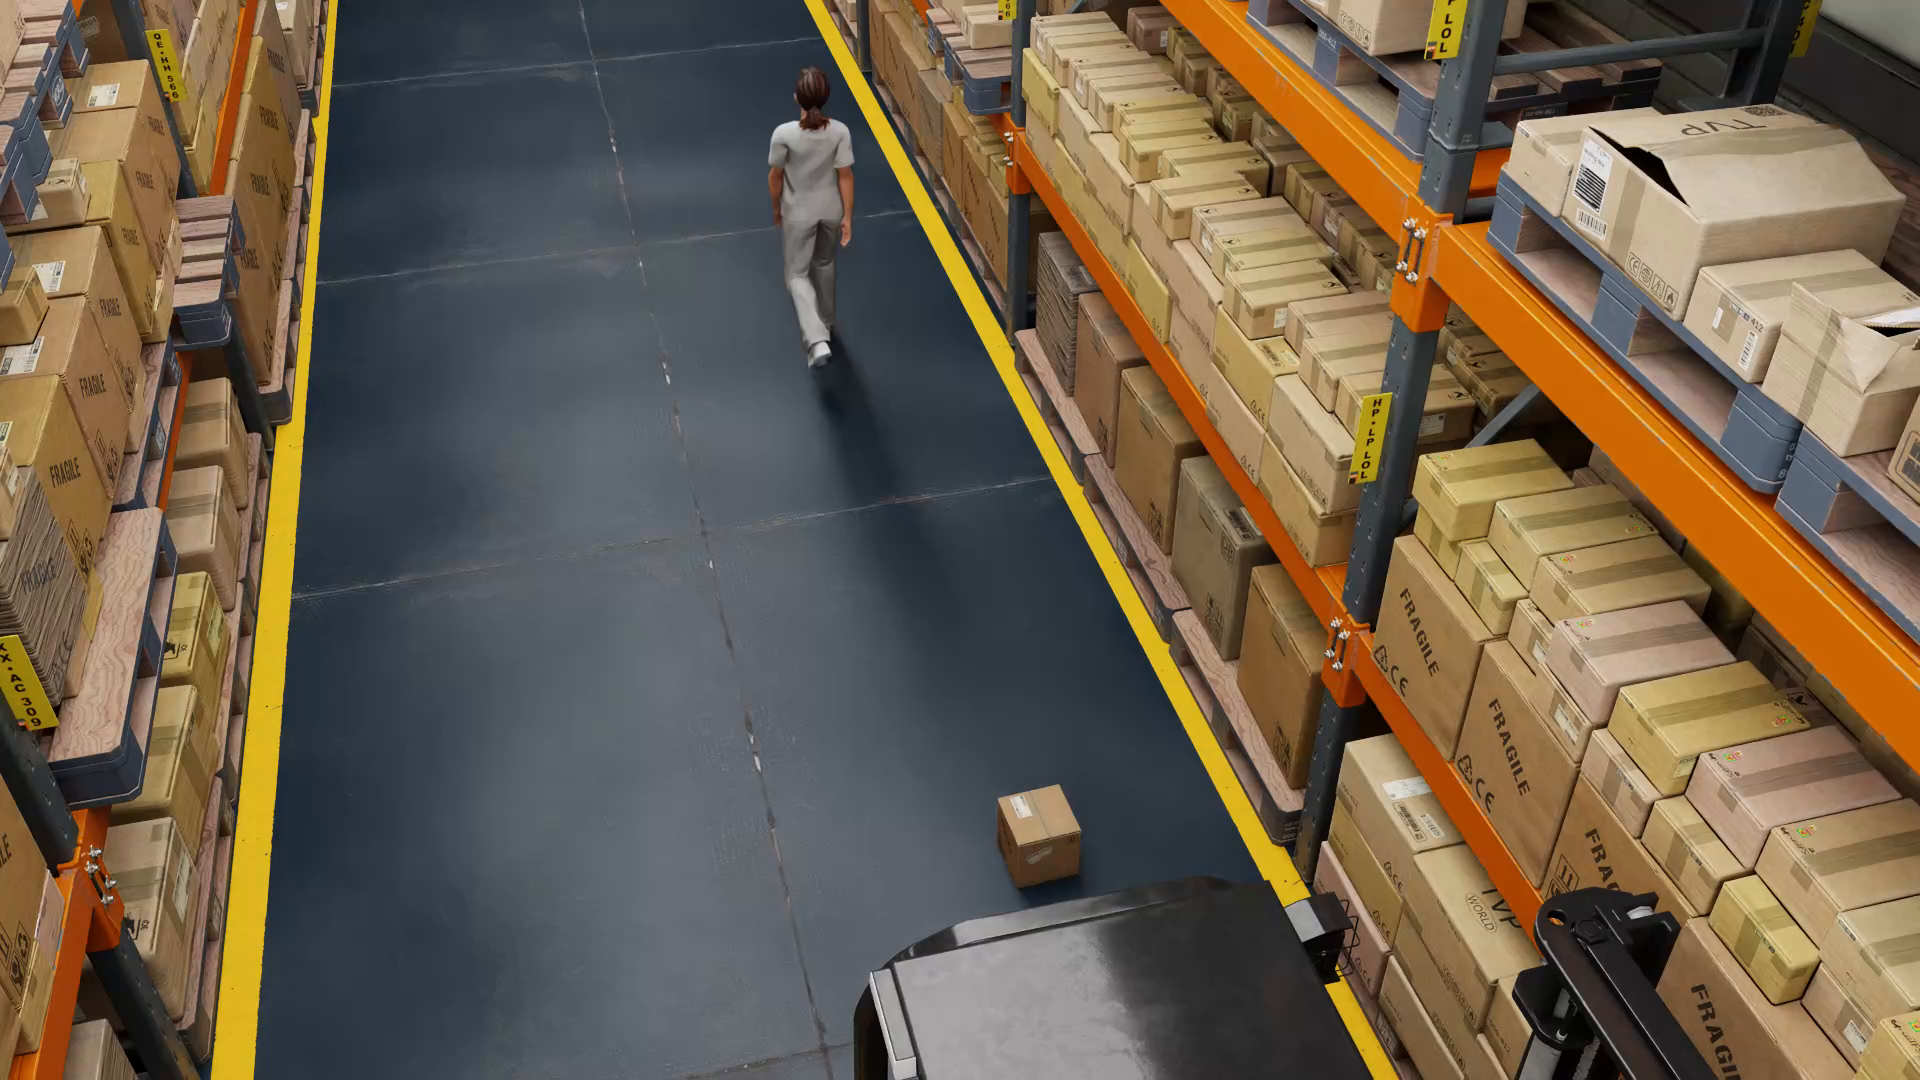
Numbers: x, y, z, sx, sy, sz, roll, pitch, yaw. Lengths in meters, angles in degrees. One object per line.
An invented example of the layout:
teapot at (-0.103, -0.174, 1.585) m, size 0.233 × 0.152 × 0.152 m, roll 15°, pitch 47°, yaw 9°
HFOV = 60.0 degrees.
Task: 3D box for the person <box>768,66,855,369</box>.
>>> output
person at (-0.769, -1.705, 8.809) m, size 0.440 × 1.638 × 0.893 m, roll -11°, pitch 40°, yaw -14°
